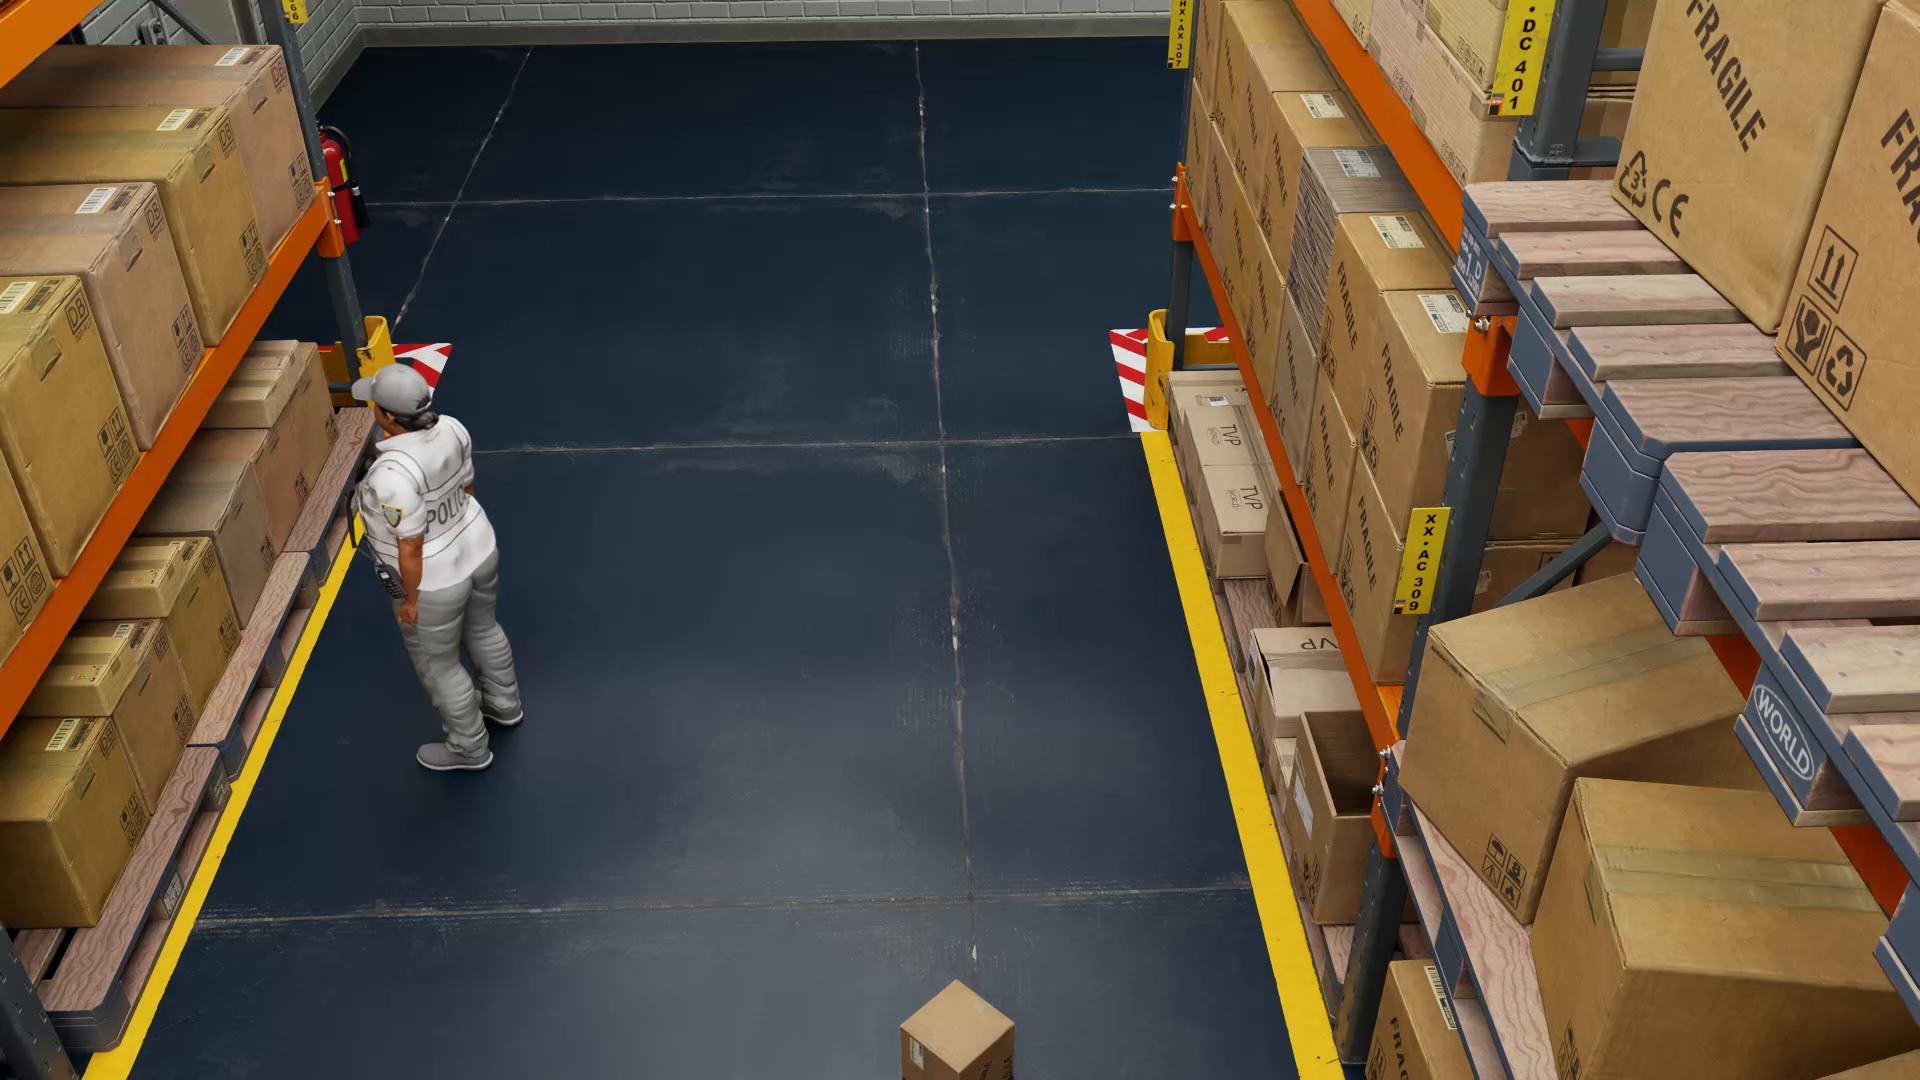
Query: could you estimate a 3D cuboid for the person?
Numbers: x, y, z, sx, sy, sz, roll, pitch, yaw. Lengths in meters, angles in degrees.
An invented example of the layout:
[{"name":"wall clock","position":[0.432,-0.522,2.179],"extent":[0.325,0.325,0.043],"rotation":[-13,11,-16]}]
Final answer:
[{"name":"person","position":[-1.886,0.102,6.001],"extent":[0.393,1.669,0.480],"rotation":[10,37,13]}]
